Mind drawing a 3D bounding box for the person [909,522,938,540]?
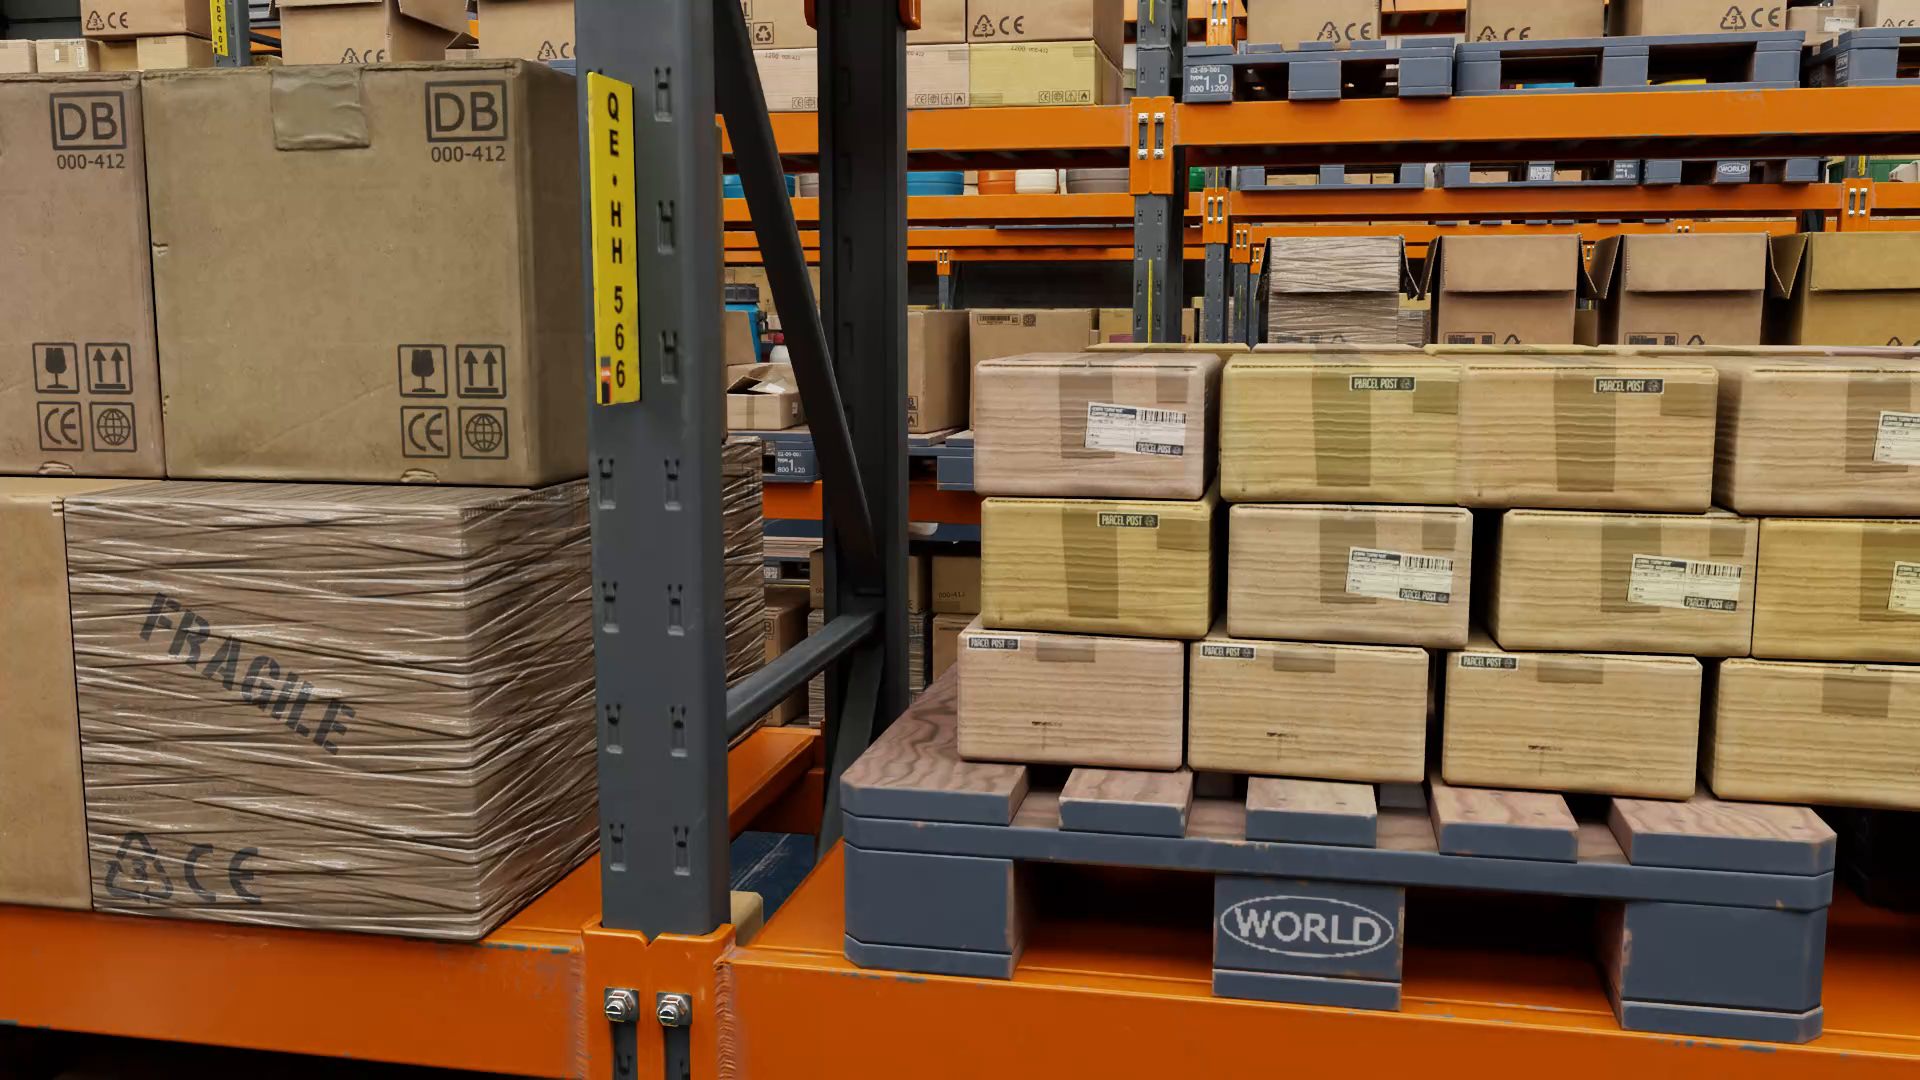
[{"bbox_3d":[-0.334,-0.073,8.769,0.458,1.761,0.629,1,8,9],"label":"person"}]
